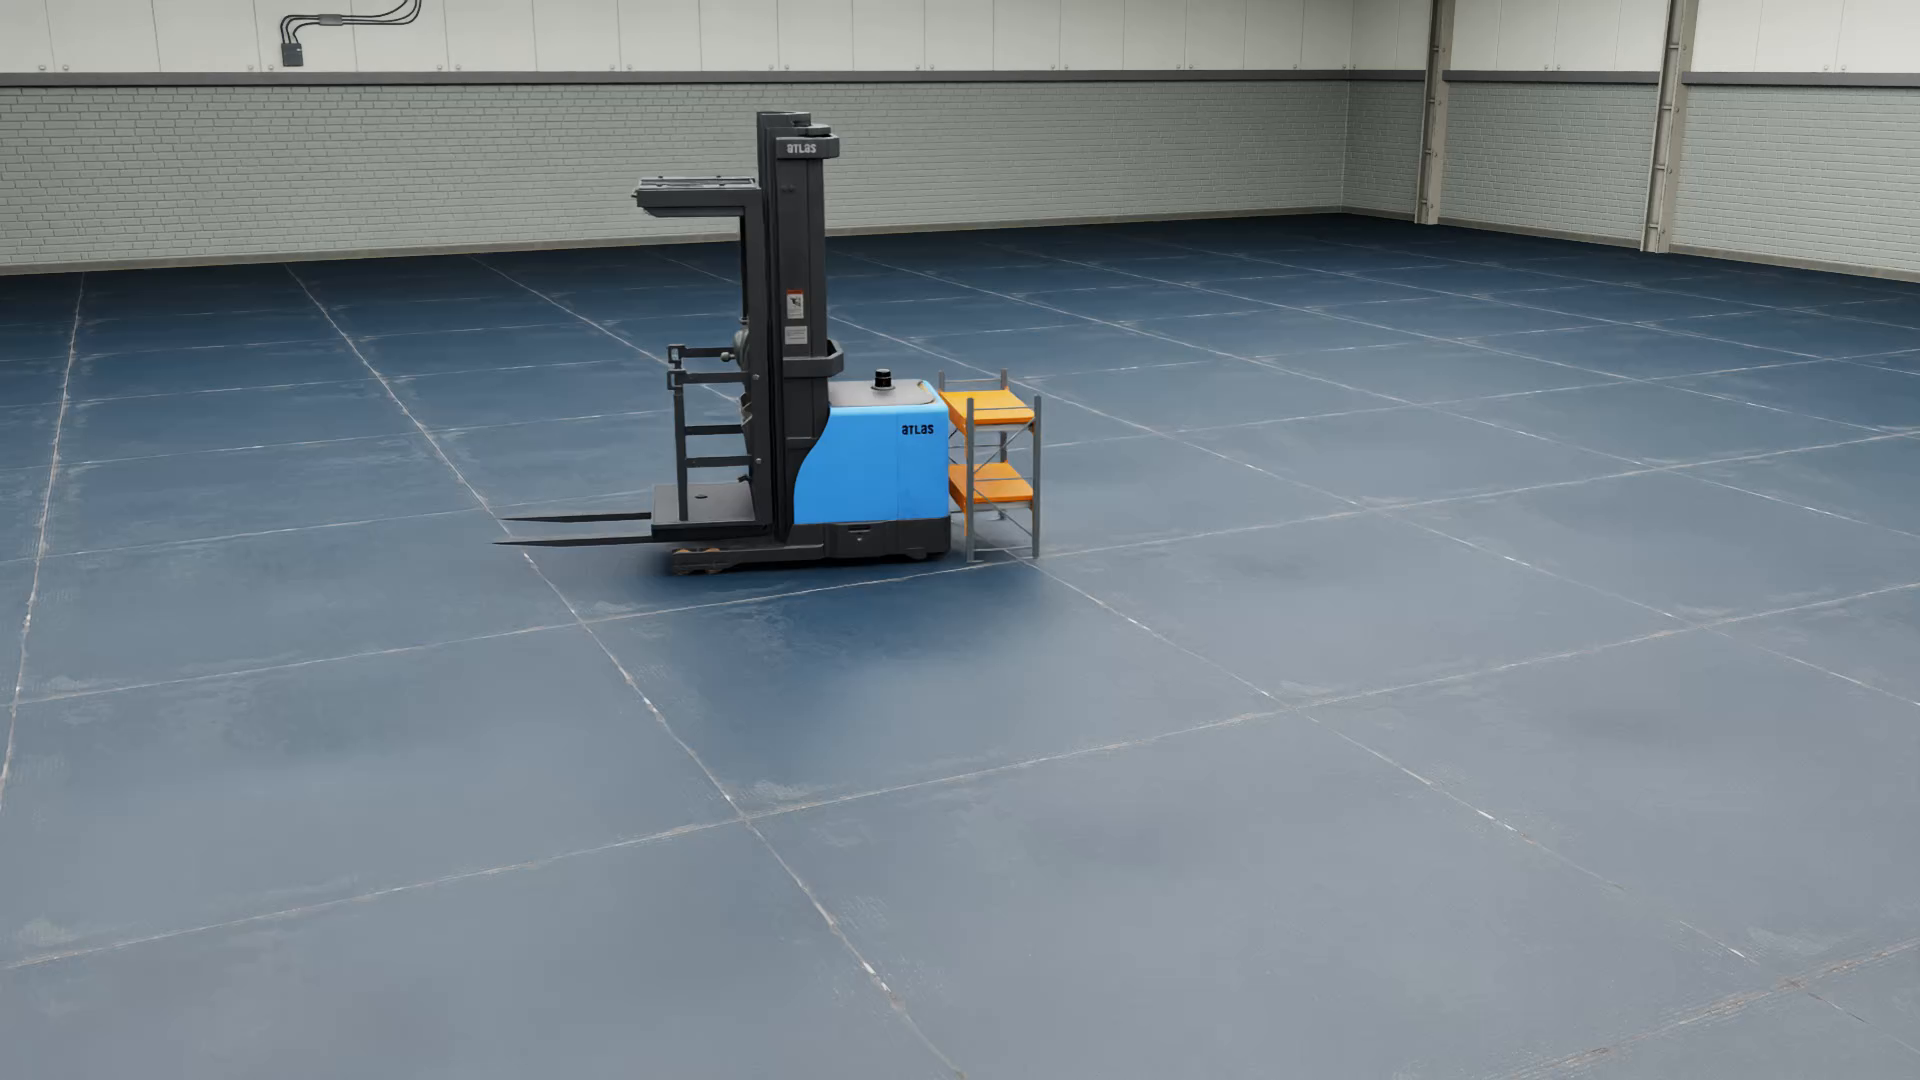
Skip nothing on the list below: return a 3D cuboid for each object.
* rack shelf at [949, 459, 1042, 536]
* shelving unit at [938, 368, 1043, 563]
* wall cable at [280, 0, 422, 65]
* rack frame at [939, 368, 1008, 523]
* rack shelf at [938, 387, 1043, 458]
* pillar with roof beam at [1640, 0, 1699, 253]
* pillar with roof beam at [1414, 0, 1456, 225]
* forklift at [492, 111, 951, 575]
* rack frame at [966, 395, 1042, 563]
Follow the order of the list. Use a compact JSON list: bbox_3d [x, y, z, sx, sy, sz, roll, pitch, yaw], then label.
[{"bbox_3d":[0.193,-0.306,11.666,0.538,0.278,1.000,-3,16,-11],"label":"rack shelf"},{"bbox_3d":[0.193,-0.541,11.598,0.538,1.125,1.048,-3,16,-11],"label":"shelving unit"},{"bbox_3d":[-10.090,-10.830,27.012,2.305,6.003,0.169,-8,18,-25],"label":"wall cable"},{"bbox_3d":[0.094,-0.679,12.078,0.500,1.125,0.032,-3,16,-11],"label":"rack frame"},{"bbox_3d":[0.193,-0.823,11.518,0.538,0.278,1.000,-3,16,-11],"label":"rack shelf"},{"bbox_3d":[8.546,-8.961,26.662,9.100,9.000,0.400,-8,18,-25],"label":"pillar with roof beam"},{"bbox_3d":[5.917,-10.449,31.847,9.100,9.000,0.400,-8,18,-25],"label":"pillar with roof beam"},{"bbox_3d":[-1.625,-1.335,11.090,3.031,2.935,1.130,-3,16,-9],"label":"forklift"},{"bbox_3d":[0.292,-0.404,11.119,0.500,1.125,0.032,-3,16,-11],"label":"rack frame"}]
